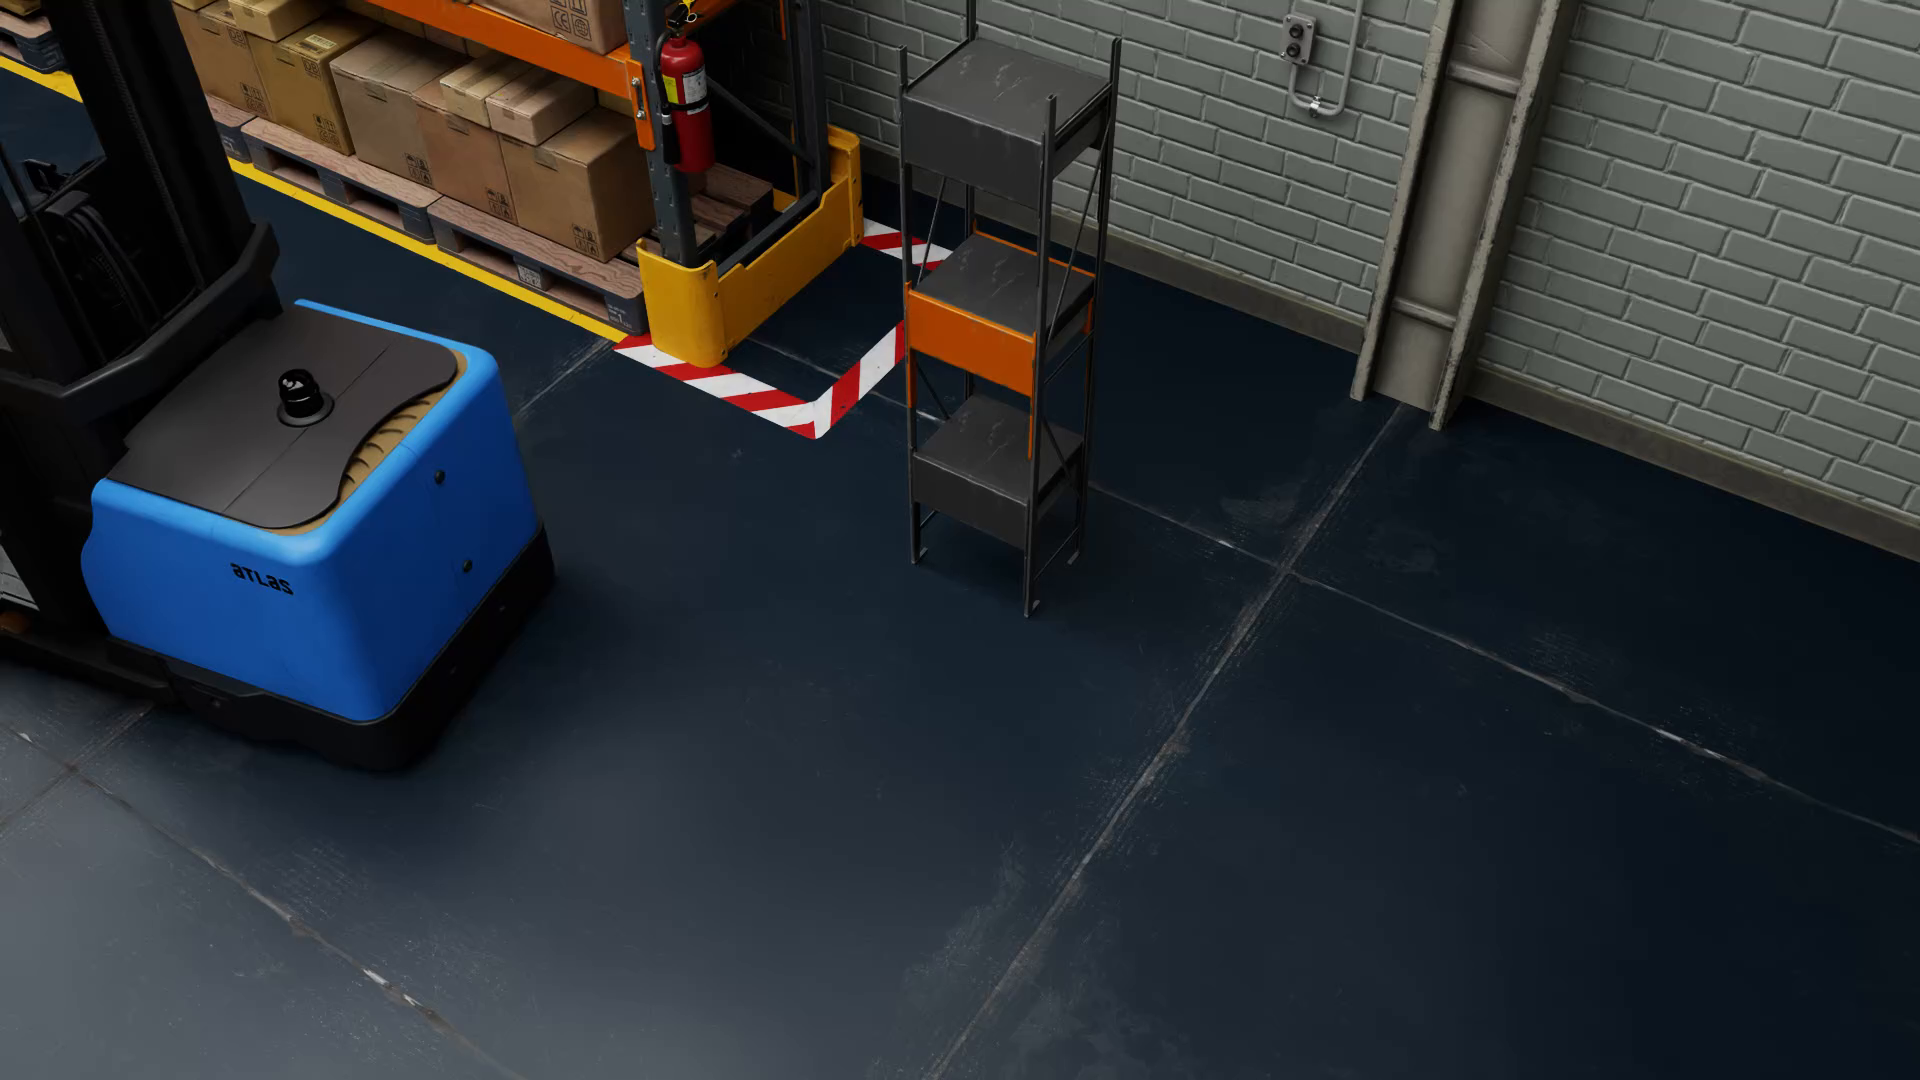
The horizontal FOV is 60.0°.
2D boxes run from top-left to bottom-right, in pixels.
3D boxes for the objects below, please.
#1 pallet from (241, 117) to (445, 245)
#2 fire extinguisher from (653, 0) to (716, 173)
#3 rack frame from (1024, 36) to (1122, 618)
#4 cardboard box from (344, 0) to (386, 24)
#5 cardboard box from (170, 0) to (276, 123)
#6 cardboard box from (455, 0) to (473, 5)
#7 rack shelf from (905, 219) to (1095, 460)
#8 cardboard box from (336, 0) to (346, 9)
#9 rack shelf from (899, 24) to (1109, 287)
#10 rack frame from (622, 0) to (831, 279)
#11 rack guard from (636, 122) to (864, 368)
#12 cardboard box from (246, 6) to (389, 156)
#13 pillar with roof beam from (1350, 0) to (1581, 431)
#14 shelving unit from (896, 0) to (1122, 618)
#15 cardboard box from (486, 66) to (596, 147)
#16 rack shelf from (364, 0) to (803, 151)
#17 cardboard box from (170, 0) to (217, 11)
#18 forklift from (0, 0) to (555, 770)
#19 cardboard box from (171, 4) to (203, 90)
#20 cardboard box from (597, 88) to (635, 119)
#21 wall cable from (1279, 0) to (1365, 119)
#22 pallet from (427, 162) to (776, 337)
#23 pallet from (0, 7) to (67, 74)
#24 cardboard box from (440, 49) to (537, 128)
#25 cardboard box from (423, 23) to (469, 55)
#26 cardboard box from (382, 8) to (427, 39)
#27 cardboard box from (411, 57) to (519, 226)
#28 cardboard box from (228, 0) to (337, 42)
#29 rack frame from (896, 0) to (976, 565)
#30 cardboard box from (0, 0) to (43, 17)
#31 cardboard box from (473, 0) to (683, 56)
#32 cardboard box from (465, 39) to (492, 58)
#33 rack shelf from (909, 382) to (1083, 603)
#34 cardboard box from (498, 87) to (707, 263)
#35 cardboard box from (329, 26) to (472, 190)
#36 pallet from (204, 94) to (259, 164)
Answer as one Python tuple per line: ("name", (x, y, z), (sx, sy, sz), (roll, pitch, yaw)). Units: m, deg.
("pallet", (-2.631, -1.936, 7.984), (1.213, 0.211, 1.003), (25, 51, 22))
("fire extinguisher", (-1.015, -1.679, 6.104), (0.183, 0.674, 0.296), (25, 51, 22))
("rack frame", (0.345, -0.573, 5.343), (0.015, 2.100, 0.400), (25, 51, 22))
("cardboard box", (-2.604, -2.545, 7.629), (0.250, 0.149, 0.380), (24, 50, 21))
("cardboard box", (-3.265, -2.449, 7.988), (0.500, 0.500, 0.700), (24, 51, 22))
("cardboard box", (-1.946, -2.744, 6.615), (0.700, 0.700, 0.980), (24, 51, 22))
("rack shelf", (0.139, -0.658, 5.444), (0.480, 0.518, 0.431), (25, 51, 22))
("cardboard box", (-2.822, -2.645, 7.726), (0.250, 0.149, 0.380), (25, 51, 22))
("rack shelf", (0.139, -1.146, 4.942), (0.480, 0.518, 0.431), (25, 51, 22))
("rack frame", (-0.893, -2.173, 6.270), (0.127, 3.000, 1.000), (25, 51, 22))
("rack guard", (-0.873, -1.292, 7.157), (0.348, 0.500, 1.175), (25, 51, 22))
("cardboard box", (-2.834, -2.249, 7.794), (0.500, 0.500, 0.700), (26, 51, 23))
("pillar with roof beam", (-0.478, -1.141, 1.084), (0.400, 9.000, 9.100), (25, 51, 22))
("shelving unit", (0.139, -0.668, 5.435), (0.503, 2.100, 0.431), (25, 51, 22))
("cardboard box", (-1.743, -1.824, 6.929), (0.250, 0.149, 0.380), (24, 51, 22))
("rack shelf", (-2.577, -2.696, 7.280), (4.000, 0.370, 1.077), (25, 51, 22))
("cardboard box", (-3.496, -2.629, 7.711), (0.250, 0.149, 0.380), (26, 51, 23))
("forklift", (-3.042, -0.949, 5.129), (3.031, 2.935, 1.130), (16, 48, 15))
("cardboard box", (-3.686, -2.645, 8.179), (0.500, 0.500, 0.700), (25, 51, 23))
("cardboard box", (-1.323, -1.957, 7.058), (0.250, 0.149, 0.380), (25, 51, 22))
("wall cable", (0.695, -2.602, 5.979), (1.851, 1.984, 0.084), (25, 51, 22))
("pallet", (-1.608, -1.463, 7.525), (1.213, 0.211, 1.003), (25, 51, 22))
("pallet", (-4.950, -3.003, 9.021), (1.213, 0.211, 1.003), (25, 51, 22))
("cardboard box", (-1.958, -1.923, 7.025), (0.250, 0.149, 0.380), (26, 51, 23))
("cardboard box", (-2.175, -2.348, 7.438), (0.250, 0.149, 0.380), (25, 51, 23))
("cardboard box", (-2.391, -2.447, 7.534), (0.250, 0.149, 0.380), (25, 51, 22))
("cardboard box", (-1.958, -1.852, 7.409), (0.500, 0.500, 0.700), (25, 51, 22))
("cardboard box", (-3.057, -2.427, 7.514), (0.250, 0.149, 0.380), (23, 50, 21))
("rack frame", (-0.066, -0.762, 5.526), (0.015, 2.100, 0.400), (25, 51, 22))
("cardboard box", (-4.878, -3.292, 8.563), (0.750, 0.750, 0.750), (25, 51, 23))
("cardboard box", (-1.328, -2.469, 6.348), (0.700, 0.700, 0.980), (27, 52, 24))
("cardboard box", (-1.960, -2.250, 7.343), (0.250, 0.149, 0.380), (25, 51, 22))
("rack shelf", (0.139, -0.170, 5.946), (0.480, 0.518, 0.431), (25, 51, 22))
("cardboard box", (-1.536, -1.659, 7.220), (0.500, 0.500, 0.700), (25, 51, 22))
("cardboard box", (-2.381, -2.047, 7.597), (0.500, 0.500, 0.700), (23, 50, 21))
("pallet", (-3.662, -2.408, 8.443), (1.213, 0.211, 1.003), (25, 51, 22))
